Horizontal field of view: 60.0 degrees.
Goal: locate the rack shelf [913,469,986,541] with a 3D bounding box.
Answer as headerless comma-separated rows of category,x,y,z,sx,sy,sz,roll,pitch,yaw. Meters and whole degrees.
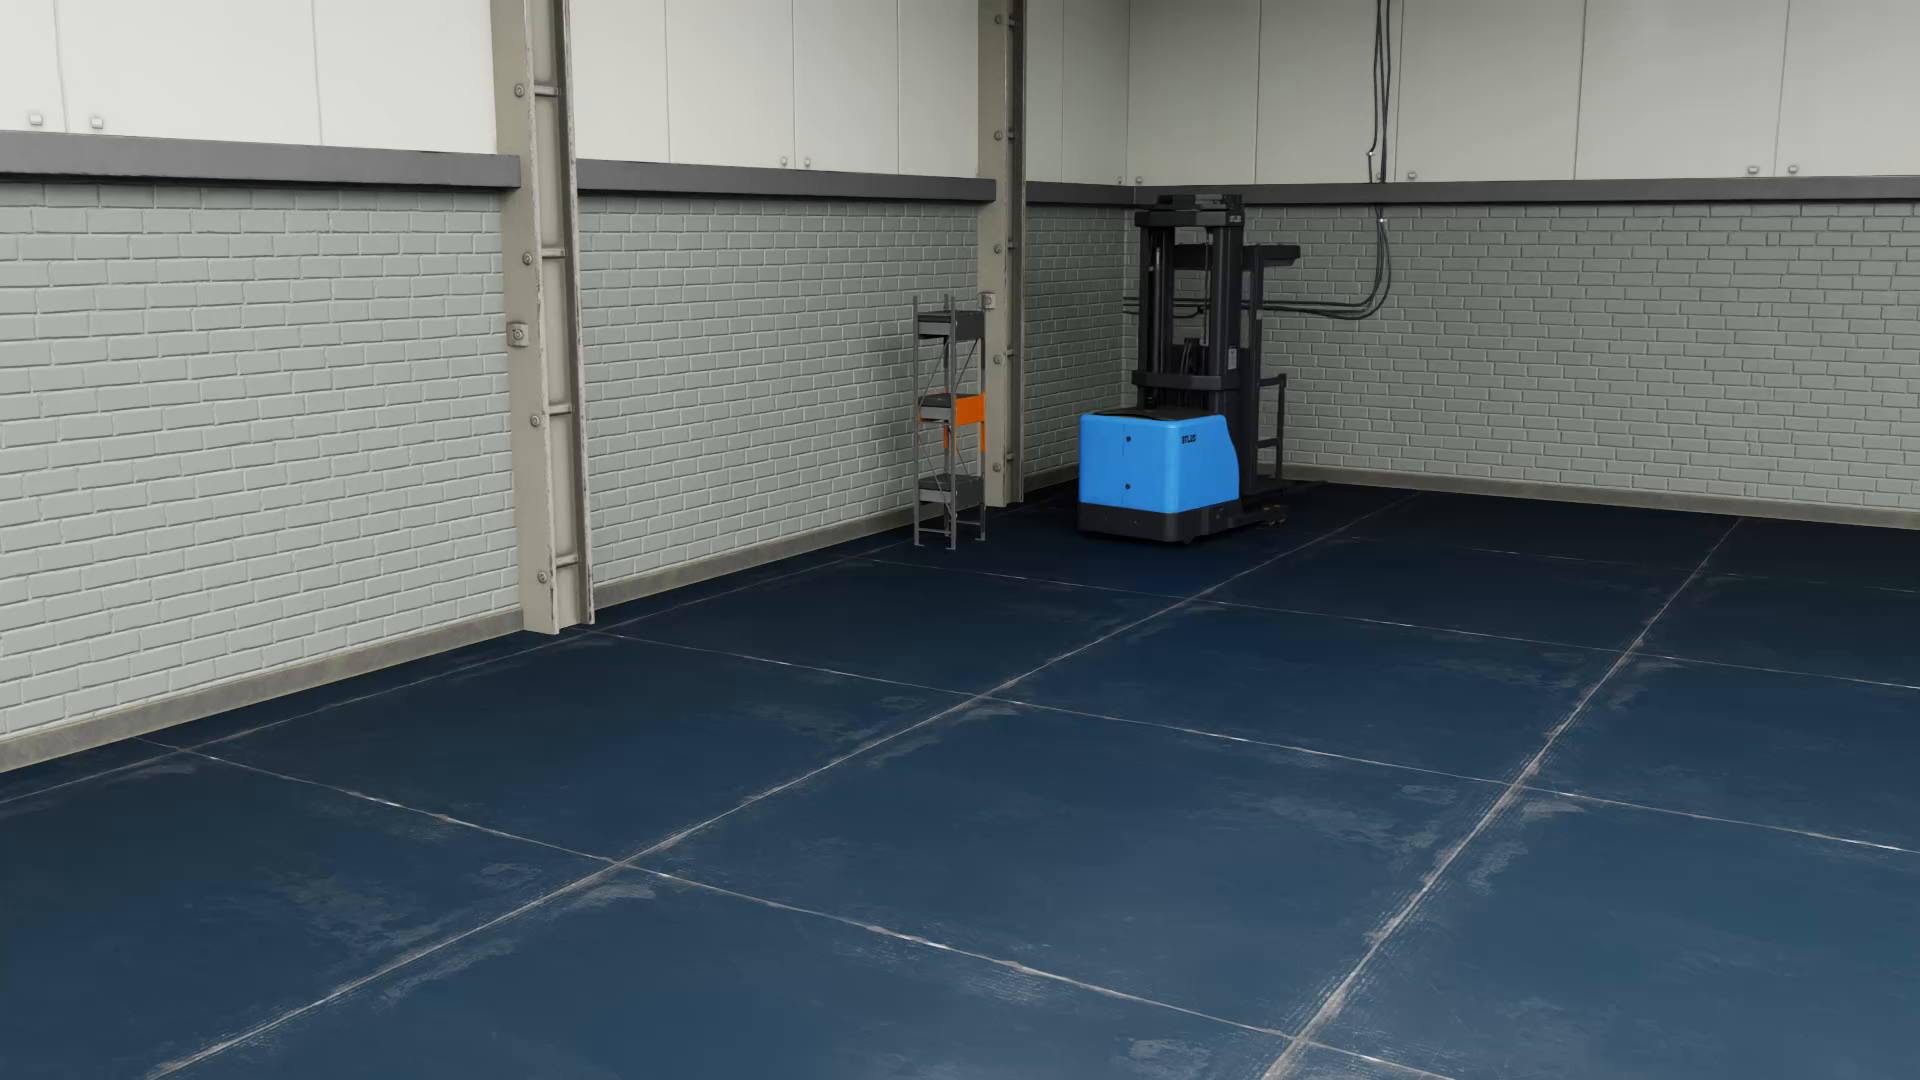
rack shelf,-0.086,-0.305,14.168,0.431,0.518,0.480,6,12,31

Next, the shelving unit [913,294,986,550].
shelving unit,-0.086,-1.006,14.036,0.431,2.100,0.503,6,12,31

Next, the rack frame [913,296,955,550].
rack frame,-0.213,-0.968,13.831,0.400,2.100,0.015,6,12,31

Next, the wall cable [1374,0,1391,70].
wall cable,5.367,-5.820,15.713,3.097,2.526,0.112,6,12,31

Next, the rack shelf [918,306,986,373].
rack shelf,-0.086,-1.681,13.910,0.431,0.518,0.480,6,12,31

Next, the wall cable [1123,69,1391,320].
wall cable,3.054,-3.596,17.558,3.097,2.526,0.112,6,12,31

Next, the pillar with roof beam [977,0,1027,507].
pillar with roof beam,4.074,-4.374,13.276,9.100,9.000,0.400,6,12,31

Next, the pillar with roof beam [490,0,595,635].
pillar with roof beam,0.959,-3.430,8.235,9.100,9.000,0.400,6,12,31

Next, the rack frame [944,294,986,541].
rack frame,0.041,-1.044,14.241,0.400,2.100,0.015,6,12,31

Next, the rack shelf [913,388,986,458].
rack shelf,-0.086,-0.993,14.039,0.431,0.518,0.480,6,12,31

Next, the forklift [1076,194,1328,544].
forklift,2.355,-1.622,15.068,1.130,2.935,3.031,9,14,40
